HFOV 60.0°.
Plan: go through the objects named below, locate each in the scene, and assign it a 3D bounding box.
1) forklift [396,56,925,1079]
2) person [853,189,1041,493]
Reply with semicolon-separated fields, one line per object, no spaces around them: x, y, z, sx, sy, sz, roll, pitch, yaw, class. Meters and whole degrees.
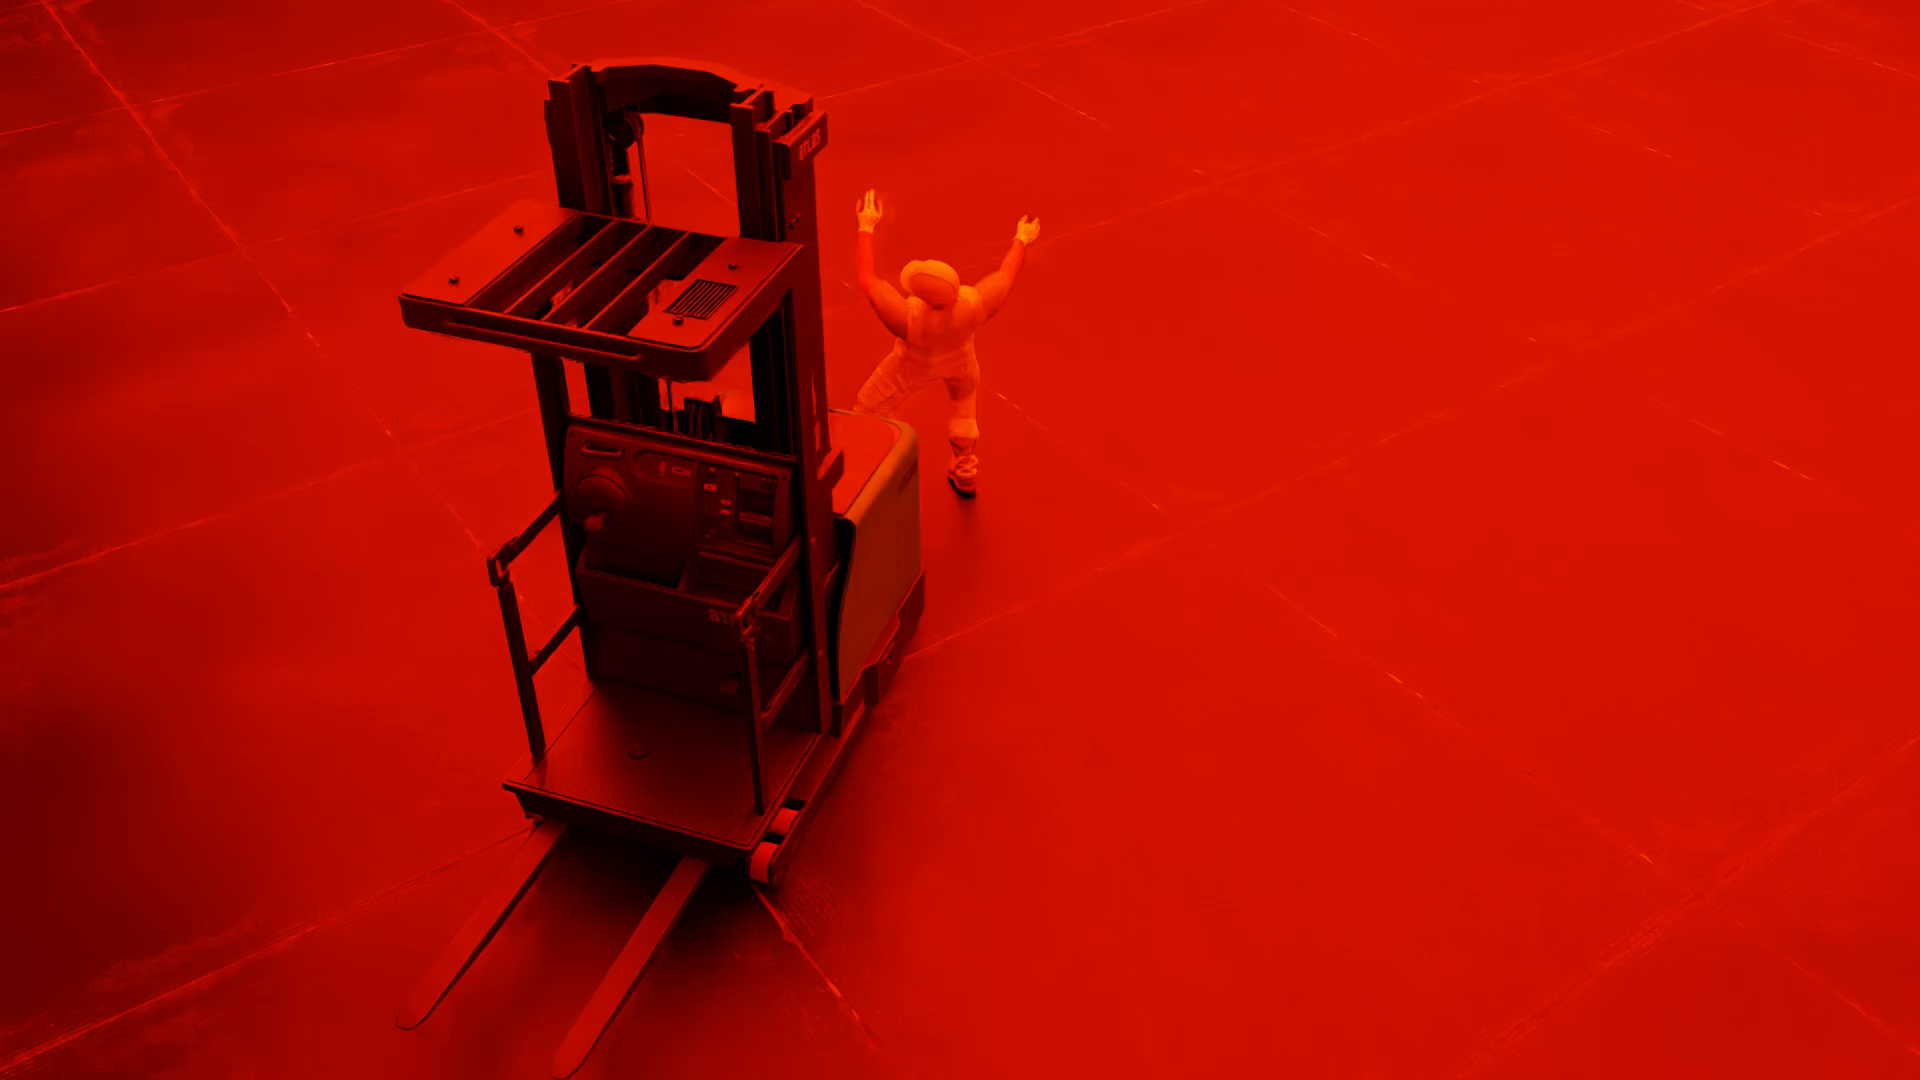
-1.136;-0.099;6.078;1.130;2.935;3.031;12;38;16;forklift
0.030;-0.955;8.307;1.073;1.625;0.697;-19;41;-24;person
